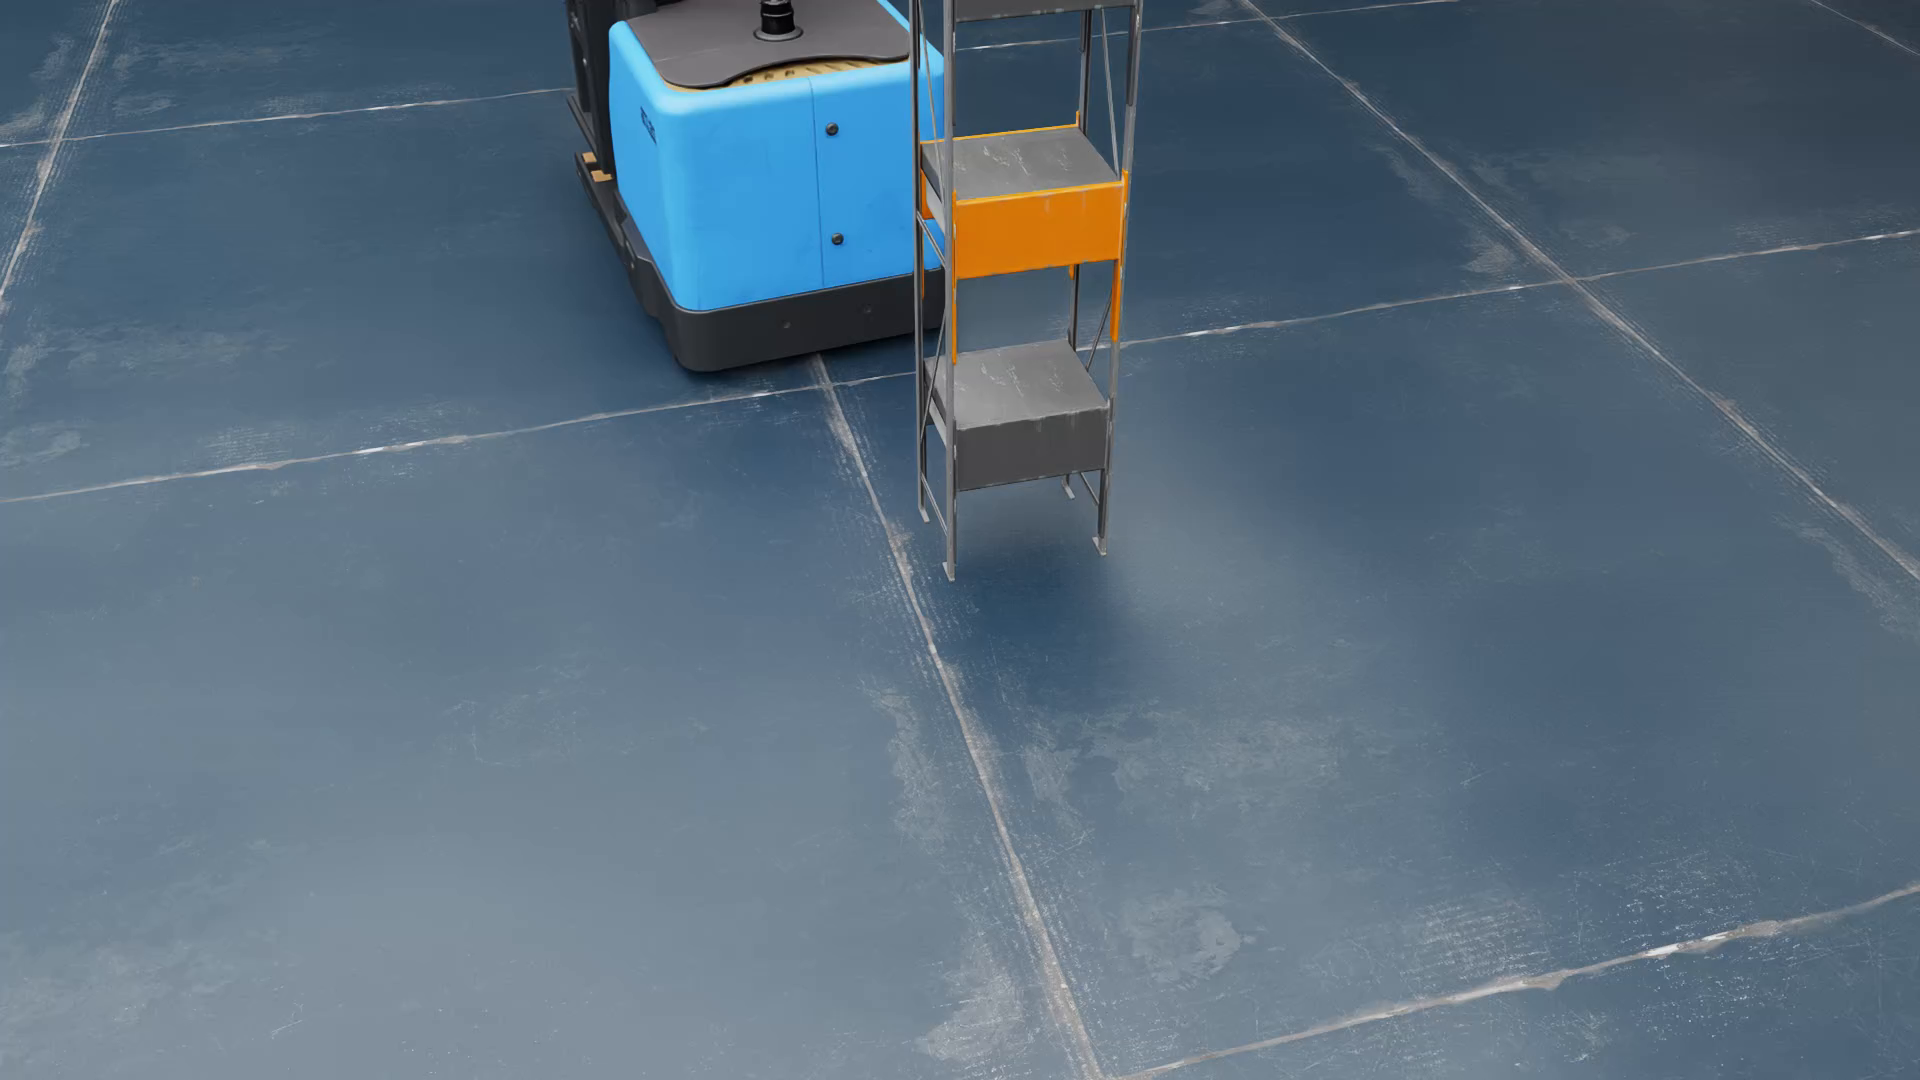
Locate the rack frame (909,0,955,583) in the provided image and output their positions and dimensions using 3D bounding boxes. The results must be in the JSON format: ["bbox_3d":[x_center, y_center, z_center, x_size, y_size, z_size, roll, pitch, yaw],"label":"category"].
[{"bbox_3d":[-0.076,-0.822,4.596,0.015,2.100,0.400,-9,38,-12],"label":"rack frame"}]

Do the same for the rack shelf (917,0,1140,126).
[{"bbox_3d":[0.160,-1.405,4.229,0.480,0.518,0.431,-9,38,-12],"label":"rack shelf"}]

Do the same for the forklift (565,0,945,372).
[{"bbox_3d":[-1.026,-2.658,6.312,1.130,2.935,3.031,-13,39,-17],"label":"forklift"}]

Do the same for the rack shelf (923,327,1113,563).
[{"bbox_3d":[0.160,-0.293,5.080,0.480,0.518,0.431,-9,38,-12],"label":"rack shelf"}]

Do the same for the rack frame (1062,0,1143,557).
[{"bbox_3d":[0.395,-0.899,4.697,0.015,2.100,0.400,-9,38,-12],"label":"rack frame"}]

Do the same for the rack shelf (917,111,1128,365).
[{"bbox_3d":[0.160,-0.849,4.655,0.480,0.518,0.431,-9,38,-12],"label":"rack shelf"}]

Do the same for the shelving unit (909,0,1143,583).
[{"bbox_3d":[0.160,-0.860,4.646,0.503,2.100,0.431,-9,38,-12],"label":"shelving unit"}]
